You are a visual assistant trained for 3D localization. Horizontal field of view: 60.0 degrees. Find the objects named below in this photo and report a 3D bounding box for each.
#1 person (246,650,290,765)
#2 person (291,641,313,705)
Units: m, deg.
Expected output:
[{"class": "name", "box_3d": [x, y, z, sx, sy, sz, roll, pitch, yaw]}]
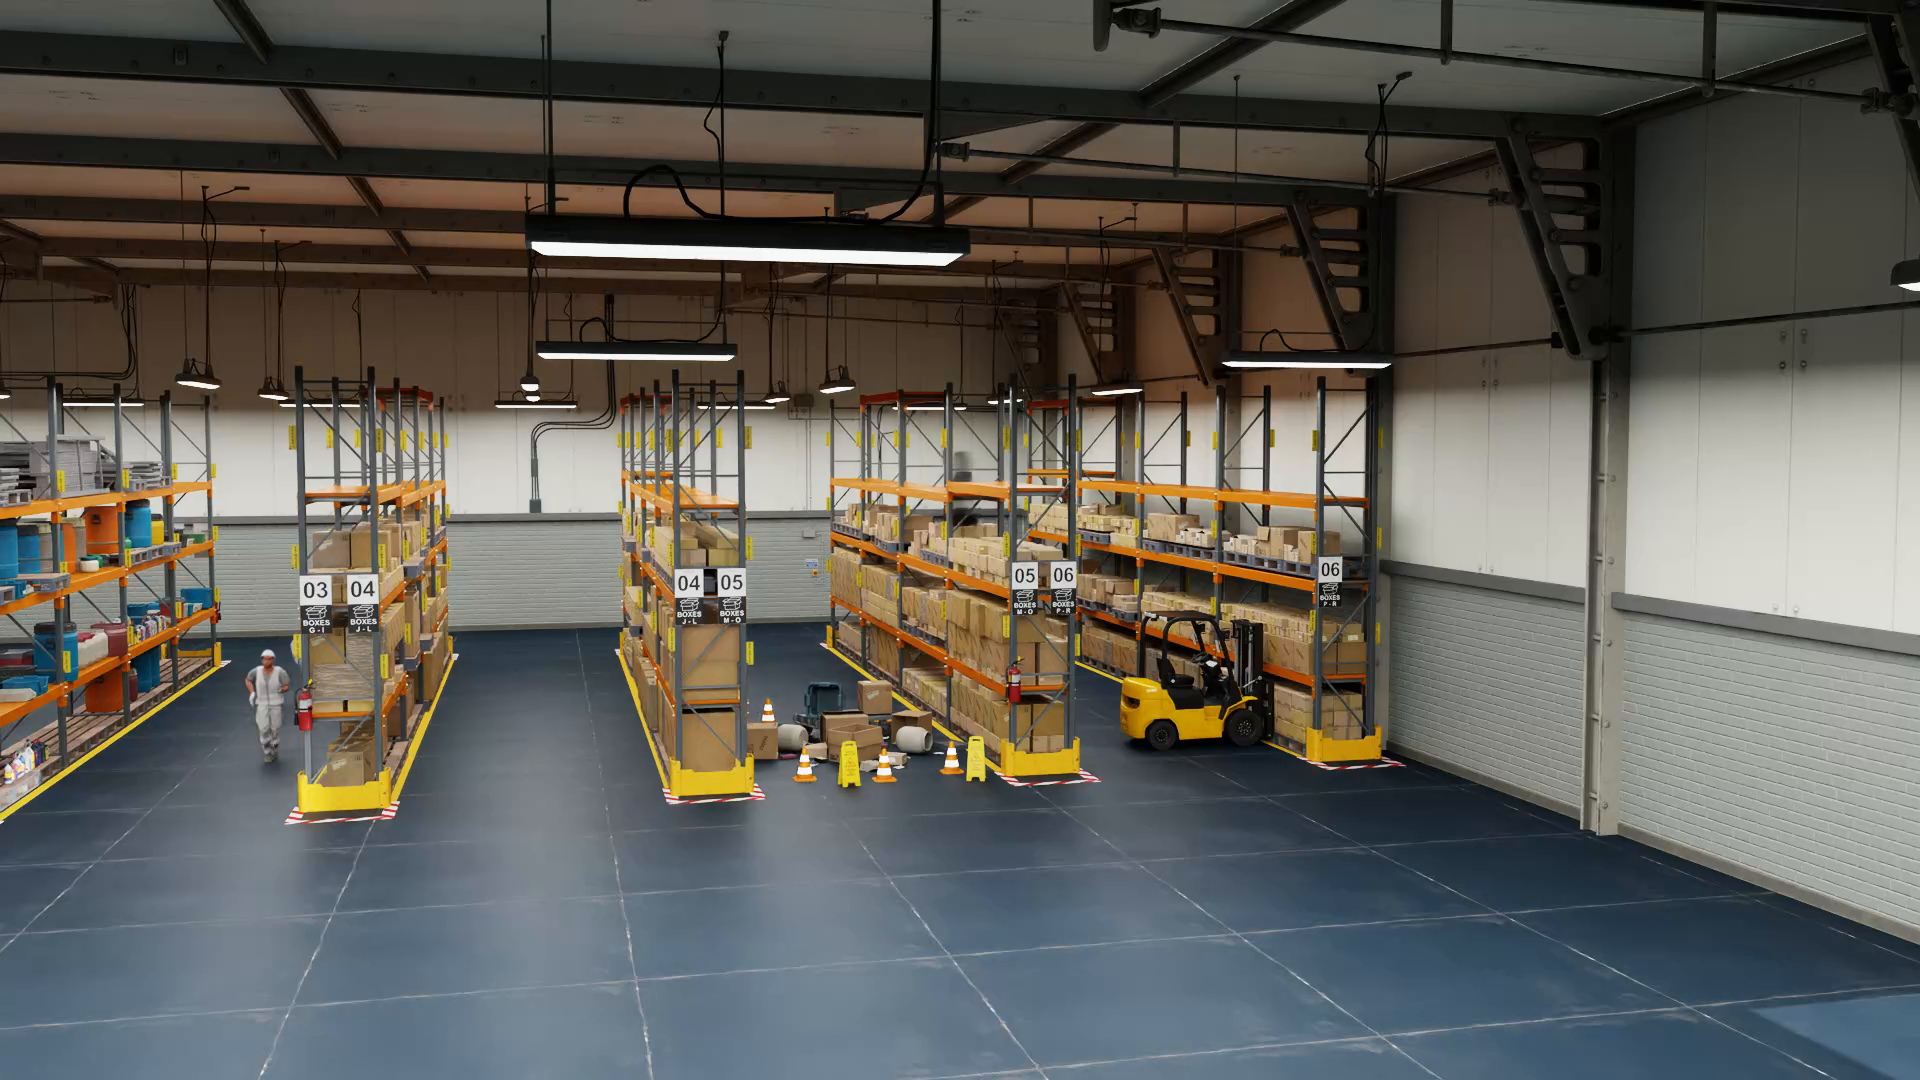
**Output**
[{"class": "person", "box_3d": [-10.725, 2.589, 25.761, 0.656, 1.797, 0.771, -1, 4, -18]}, {"class": "person", "box_3d": [-12.083, 2.384, 30.930, 0.655, 1.628, 0.968, -1, 3, -12]}]
